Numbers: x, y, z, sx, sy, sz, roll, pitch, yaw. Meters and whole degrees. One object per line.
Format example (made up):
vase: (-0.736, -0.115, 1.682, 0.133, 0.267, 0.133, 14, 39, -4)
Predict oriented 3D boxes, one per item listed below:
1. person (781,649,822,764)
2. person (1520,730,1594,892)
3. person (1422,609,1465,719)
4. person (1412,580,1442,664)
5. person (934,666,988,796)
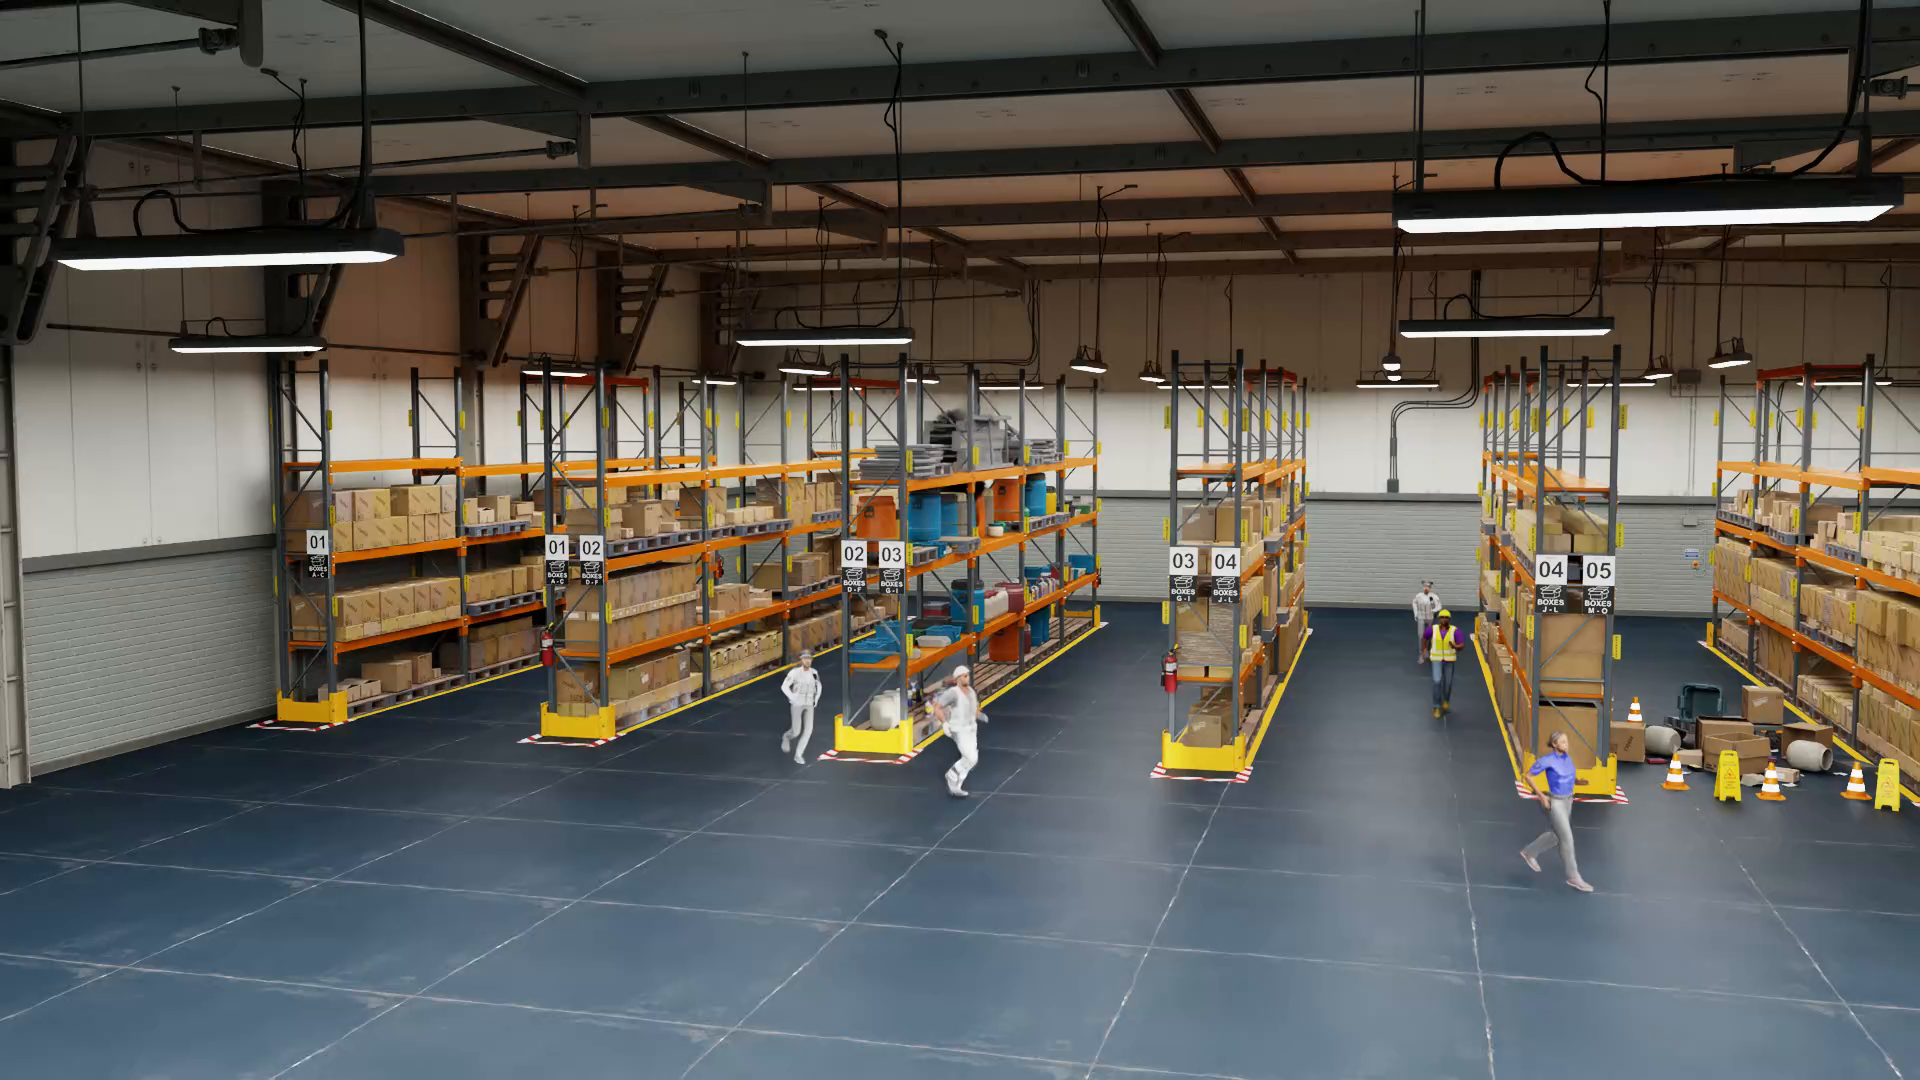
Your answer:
person: (-2.321, 2.423, 24.493, 0.645, 1.661, 0.638, -2, 5, -27)
person: (6.423, 2.874, 17.891, 0.574, 1.631, 0.941, -3, 5, -39)
person: (8.200, 2.081, 28.229, 0.681, 1.820, 0.820, 1, 4, 12)
person: (9.679, 1.678, 34.476, 0.605, 1.729, 0.813, 1, 4, 17)
person: (0.083, 2.537, 21.982, 0.606, 1.741, 0.658, 3, 5, 39)
